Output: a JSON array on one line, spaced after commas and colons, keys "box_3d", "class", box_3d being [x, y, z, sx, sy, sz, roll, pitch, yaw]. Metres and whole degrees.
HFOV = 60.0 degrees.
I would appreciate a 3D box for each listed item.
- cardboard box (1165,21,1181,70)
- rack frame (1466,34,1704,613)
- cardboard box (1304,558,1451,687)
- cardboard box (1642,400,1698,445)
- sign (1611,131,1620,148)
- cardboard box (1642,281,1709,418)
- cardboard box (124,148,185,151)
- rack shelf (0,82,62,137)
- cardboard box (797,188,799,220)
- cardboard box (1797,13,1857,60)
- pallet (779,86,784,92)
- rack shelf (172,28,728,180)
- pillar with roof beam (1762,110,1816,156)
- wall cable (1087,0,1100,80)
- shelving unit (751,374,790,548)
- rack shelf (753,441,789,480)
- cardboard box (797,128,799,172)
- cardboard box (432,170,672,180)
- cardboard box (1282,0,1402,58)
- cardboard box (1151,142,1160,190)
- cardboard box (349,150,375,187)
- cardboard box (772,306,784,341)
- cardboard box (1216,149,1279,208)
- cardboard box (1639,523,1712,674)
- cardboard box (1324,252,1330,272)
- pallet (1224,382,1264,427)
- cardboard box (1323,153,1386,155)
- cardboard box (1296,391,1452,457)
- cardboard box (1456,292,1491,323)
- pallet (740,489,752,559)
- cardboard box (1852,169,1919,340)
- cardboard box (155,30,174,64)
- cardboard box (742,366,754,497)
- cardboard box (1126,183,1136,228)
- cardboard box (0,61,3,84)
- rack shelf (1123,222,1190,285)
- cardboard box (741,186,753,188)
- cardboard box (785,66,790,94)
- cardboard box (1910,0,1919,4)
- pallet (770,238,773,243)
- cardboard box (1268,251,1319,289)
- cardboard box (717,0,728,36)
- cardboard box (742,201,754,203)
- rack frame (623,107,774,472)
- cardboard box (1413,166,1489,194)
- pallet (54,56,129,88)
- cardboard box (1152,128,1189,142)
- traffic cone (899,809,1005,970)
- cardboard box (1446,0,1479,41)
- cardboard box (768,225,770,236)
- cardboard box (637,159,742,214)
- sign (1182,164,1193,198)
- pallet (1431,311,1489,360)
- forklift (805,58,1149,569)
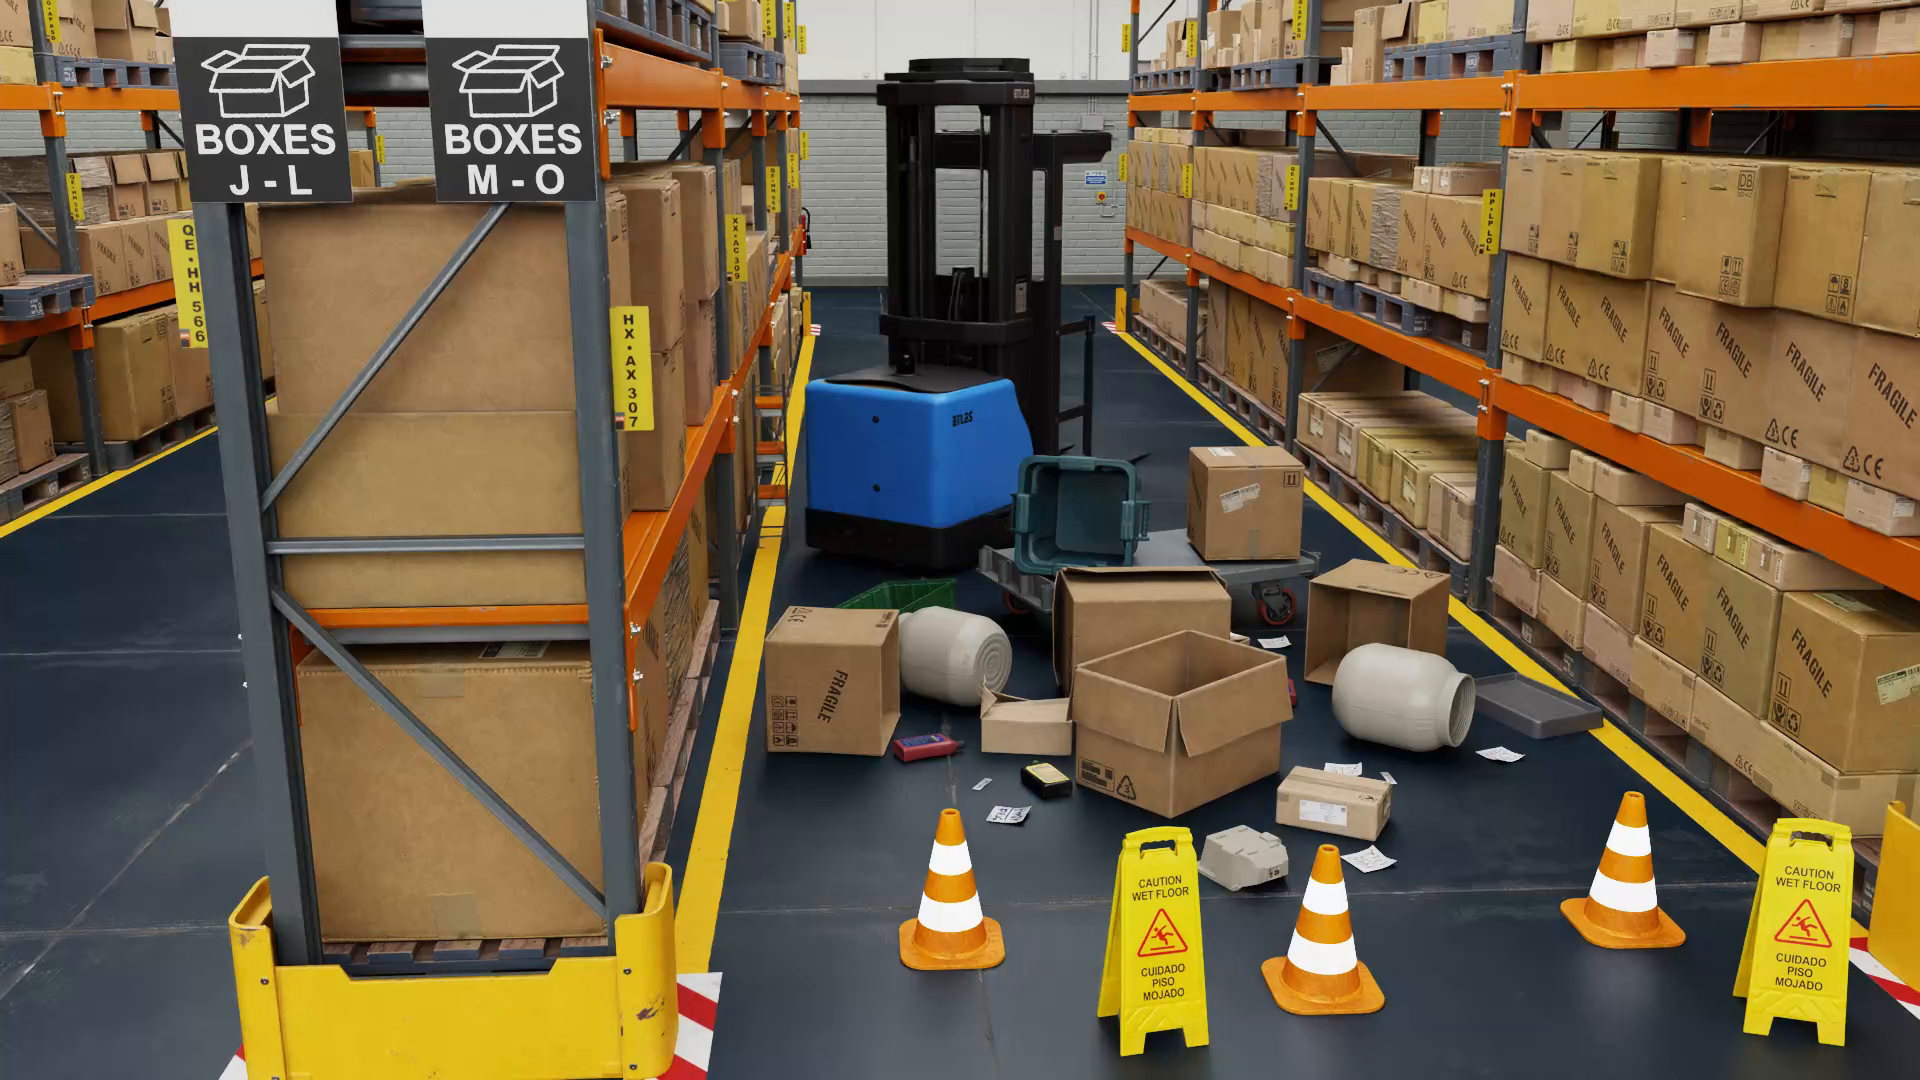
[{"box_3d": [2.506, -5.313, 17.893, 0.500, 0.500, 0.500, -1, 14, -2], "class": "cardboard box"}, {"box_3d": [3.274, -1.079, 8.702, 1.000, 3.000, 0.127, -1, 14, -3], "class": "rack frame"}, {"box_3d": [1.982, 0.417, 7.896, 0.500, 0.500, 0.500, 10, 18, 35], "class": "cardboard box"}, {"box_3d": [3.087, -0.494, 6.931, 0.380, 0.149, 0.250, -1, 14, -4], "class": "cardboard box"}, {"box_3d": [8.039, -4.859, 20.433, 0.100, 0.325, 0.005, -1, 14, -3], "class": "sign"}, {"box_3d": [3.147, -0.783, 6.753, 0.500, 0.500, 0.500, -1, 14, -3], "class": "cardboard box"}, {"box_3d": [-7.065, -3.292, 15.086, 0.797, 0.503, 0.637, -1, 14, -5], "class": "cardboard box"}, {"box_3d": [-6.741, -2.528, 9.757, 1.077, 0.370, 4.000, -1, 14, -3], "class": "rack shelf"}, {"box_3d": [-2.051, -3.793, 18.451, 0.500, 0.500, 0.500, -1, 14, -3], "class": "cardboard box"}, {"box_3d": [3.178, -1.753, 5.806, 0.380, 0.149, 0.250, -1, 14, -4], "class": "cardboard box"}, {"box_3d": [-2.224, -4.174, 15.087, 1.213, 0.211, 1.003, -1, 14, -3], "class": "pallet"}, {"box_3d": [-1.537, -1.585, 6.090, 1.077, 0.370, 4.000, -1, 14, -3], "class": "rack shelf"}, {"box_3d": [4.292, -6.173, 16.458, 9.100, 9.000, 0.400, -1, 14, -3], "class": "pillar with roof beam"}, {"box_3d": [1.897, -8.380, 25.035, 0.463, 3.000, 0.029, -1, 14, -3], "class": "wall cable"}, {"box_3d": [-1.174, -0.491, 10.326, 0.215, 1.050, 0.252, -2, 15, -6], "class": "shelving unit"}, {"box_3d": [-1.174, -0.480, 10.329, 0.215, 0.259, 0.240, -2, 15, -6], "class": "rack shelf"}, {"box_3d": [-2.127, -4.529, 19.305, 0.500, 0.500, 0.500, -1, 14, -5], "class": "cardboard box"}, {"box_3d": [-1.626, -1.210, 6.741, 0.875, 0.550, 0.550, -1, 14, -3], "class": "cardboard box"}, {"box_3d": [2.852, -3.872, 12.485, 0.797, 0.503, 0.637, -2, 15, -7], "class": "cardboard box"}, {"box_3d": [2.386, -4.092, 18.205, 0.500, 0.500, 0.500, -1, 14, -3], "class": "cardboard box"}, {"box_3d": [-7.068, -4.228, 19.140, 0.500, 0.500, 0.500, -1, 14, -3], "class": "cardboard box"}, {"box_3d": [-1.792, -1.883, 14.493, 0.500, 0.250, 0.500, -2, 15, -6], "class": "cardboard box"}, {"box_3d": [2.606, -3.237, 14.880, 0.500, 0.500, 0.500, -1, 14, -5], "class": "cardboard box"}, {"box_3d": [3.152, 0.230, 6.784, 0.500, 0.500, 0.500, -1, 14, -5], "class": "cardboard box"}, {"box_3d": [2.845, -2.001, 11.947, 0.380, 0.149, 0.250, -2, 15, -7], "class": "cardboard box"}, {"box_3d": [2.980, -1.224, 14.859, 1.003, 0.211, 1.213, -1, 14, -3], "class": "pallet"}, {"box_3d": [3.199, -2.857, 13.402, 0.500, 0.500, 0.500, -1, 14, -3], "class": "cardboard box"}, {"box_3d": [3.051, -0.864, 12.297, 0.950, 0.372, 0.625, -2, 15, -7], "class": "cardboard box"}, {"box_3d": [2.966, -1.285, 9.162, 0.380, 0.149, 0.250, -1, 14, -3], "class": "cardboard box"}, {"box_3d": [-1.862, -0.122, 10.578, 1.003, 0.211, 1.213, -1, 14, -3], "class": "pallet"}, {"box_3d": [3.272, -0.885, 5.142, 0.700, 0.500, 0.500, -1, 14, -5], "class": "cardboard box"}, {"box_3d": [-7.135, -4.255, 14.359, 0.500, 0.311, 0.500, -1, 14, -5], "class": "cardboard box"}, {"box_3d": [-1.903, -0.716, 10.963, 1.050, 0.750, 0.750, -1, 14, -3], "class": "cardboard box"}, {"box_3d": [2.274, -3.989, 19.808, 0.500, 0.500, 0.500, -1, 14, -4], "class": "cardboard box"}, {"box_3d": [-6.547, -3.064, 10.695, 0.500, 0.250, 0.500, -1, 14, -4], "class": "cardboard box"}, {"box_3d": [2.654, -3.218, 18.458, 1.077, 0.370, 4.000, -1, 14, -3], "class": "rack shelf"}, {"box_3d": [-1.919, -3.174, 15.309, 0.380, 0.149, 0.250, -1, 14, -5], "class": "cardboard box"}, {"box_3d": [-1.921, -4.467, 16.148, 0.500, 0.250, 0.500, 0, 14, -1], "class": "cardboard box"}, {"box_3d": [3.221, -1.732, 4.922, 0.500, 0.250, 0.500, -1, 14, -4], "class": "cardboard box"}, {"box_3d": [-2.254, -2.682, 15.317, 1.003, 0.211, 1.213, -1, 14, -3], "class": "pallet"}, {"box_3d": [2.735, -2.123, 13.060, 0.500, 0.250, 0.500, -1, 14, -5], "class": "cardboard box"}, {"box_3d": [-1.565, -3.086, 9.707, 0.396, 0.266, 0.258, -1, 14, -3], "class": "cardboard box"}, {"box_3d": [-1.763, -2.527, 12.797, 0.380, 0.149, 0.250, -1, 14, -5], "class": "cardboard box"}, {"box_3d": [-1.908, -1.973, 12.174, 1.000, 3.000, 0.127, -1, 14, -3], "class": "rack frame"}, {"box_3d": [2.924, -2.140, 9.881, 0.380, 0.149, 0.250, -2, 15, -6], "class": "cardboard box"}, {"box_3d": [-6.958, -3.442, 12.243, 1.213, 0.211, 1.003, 0, 14, -1], "class": "pallet"}, {"box_3d": [2.342, -4.495, 18.469, 0.380, 0.149, 0.250, -1, 14, -3], "class": "cardboard box"}, {"box_3d": [-0.028, 1.091, 5.356, 0.336, 0.463, 0.334, -1, 14, -3], "class": "traffic cone"}, {"box_3d": [3.067, -2.932, 9.340, 0.500, 0.250, 0.500, -1, 14, -3], "class": "cardboard box"}, {"box_3d": [-1.866, -2.695, 14.644, 0.380, 0.149, 0.250, -2, 15, -6], "class": "cardboard box"}, {"box_3d": [-1.890, -2.394, 11.602, 0.700, 0.500, 0.500, -1, 14, -4], "class": "cardboard box"}, {"box_3d": [2.224, -3.518, 16.282, 0.100, 0.325, 0.005, -1, 14, -3], "class": "sign"}, {"box_3d": [3.372, -1.179, 9.474, 1.003, 0.211, 1.213, -1, 14, -3], "class": "pallet"}, {"box_3d": [0.276, -1.564, 10.721, 1.130, 2.935, 3.031, 9, 17, 31], "class": "forklift"}]
